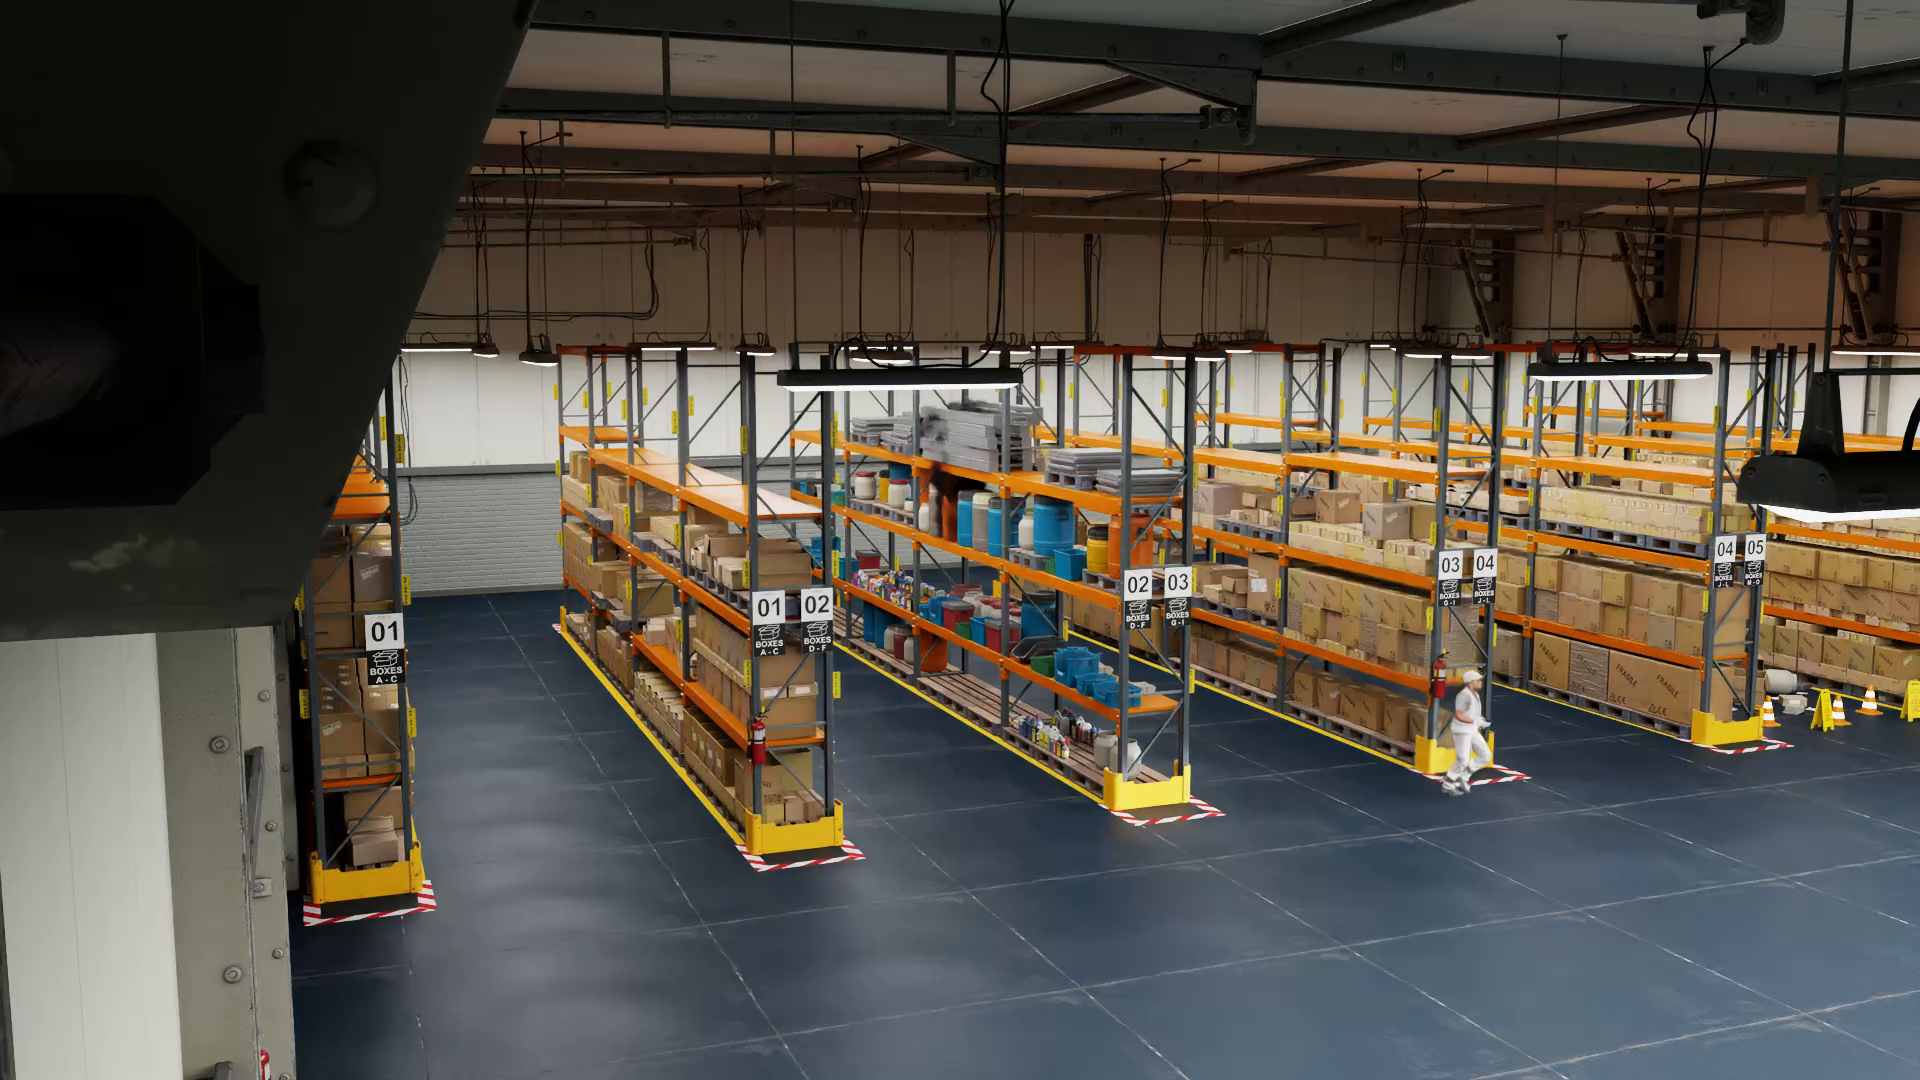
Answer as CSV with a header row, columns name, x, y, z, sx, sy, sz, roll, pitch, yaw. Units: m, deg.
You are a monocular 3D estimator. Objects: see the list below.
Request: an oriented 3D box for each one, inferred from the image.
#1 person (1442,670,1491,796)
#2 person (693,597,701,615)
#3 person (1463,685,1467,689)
name,x,y,z,sx,sy,sz,roll,pitch,yaw
person,6.899,2.616,22.511,0.673,1.743,0.679,6,9,38
person,-5.425,1.129,34.211,0.732,1.842,0.689,-4,8,-30
person,8.635,1.909,28.740,0.552,1.561,0.819,-4,8,-26
